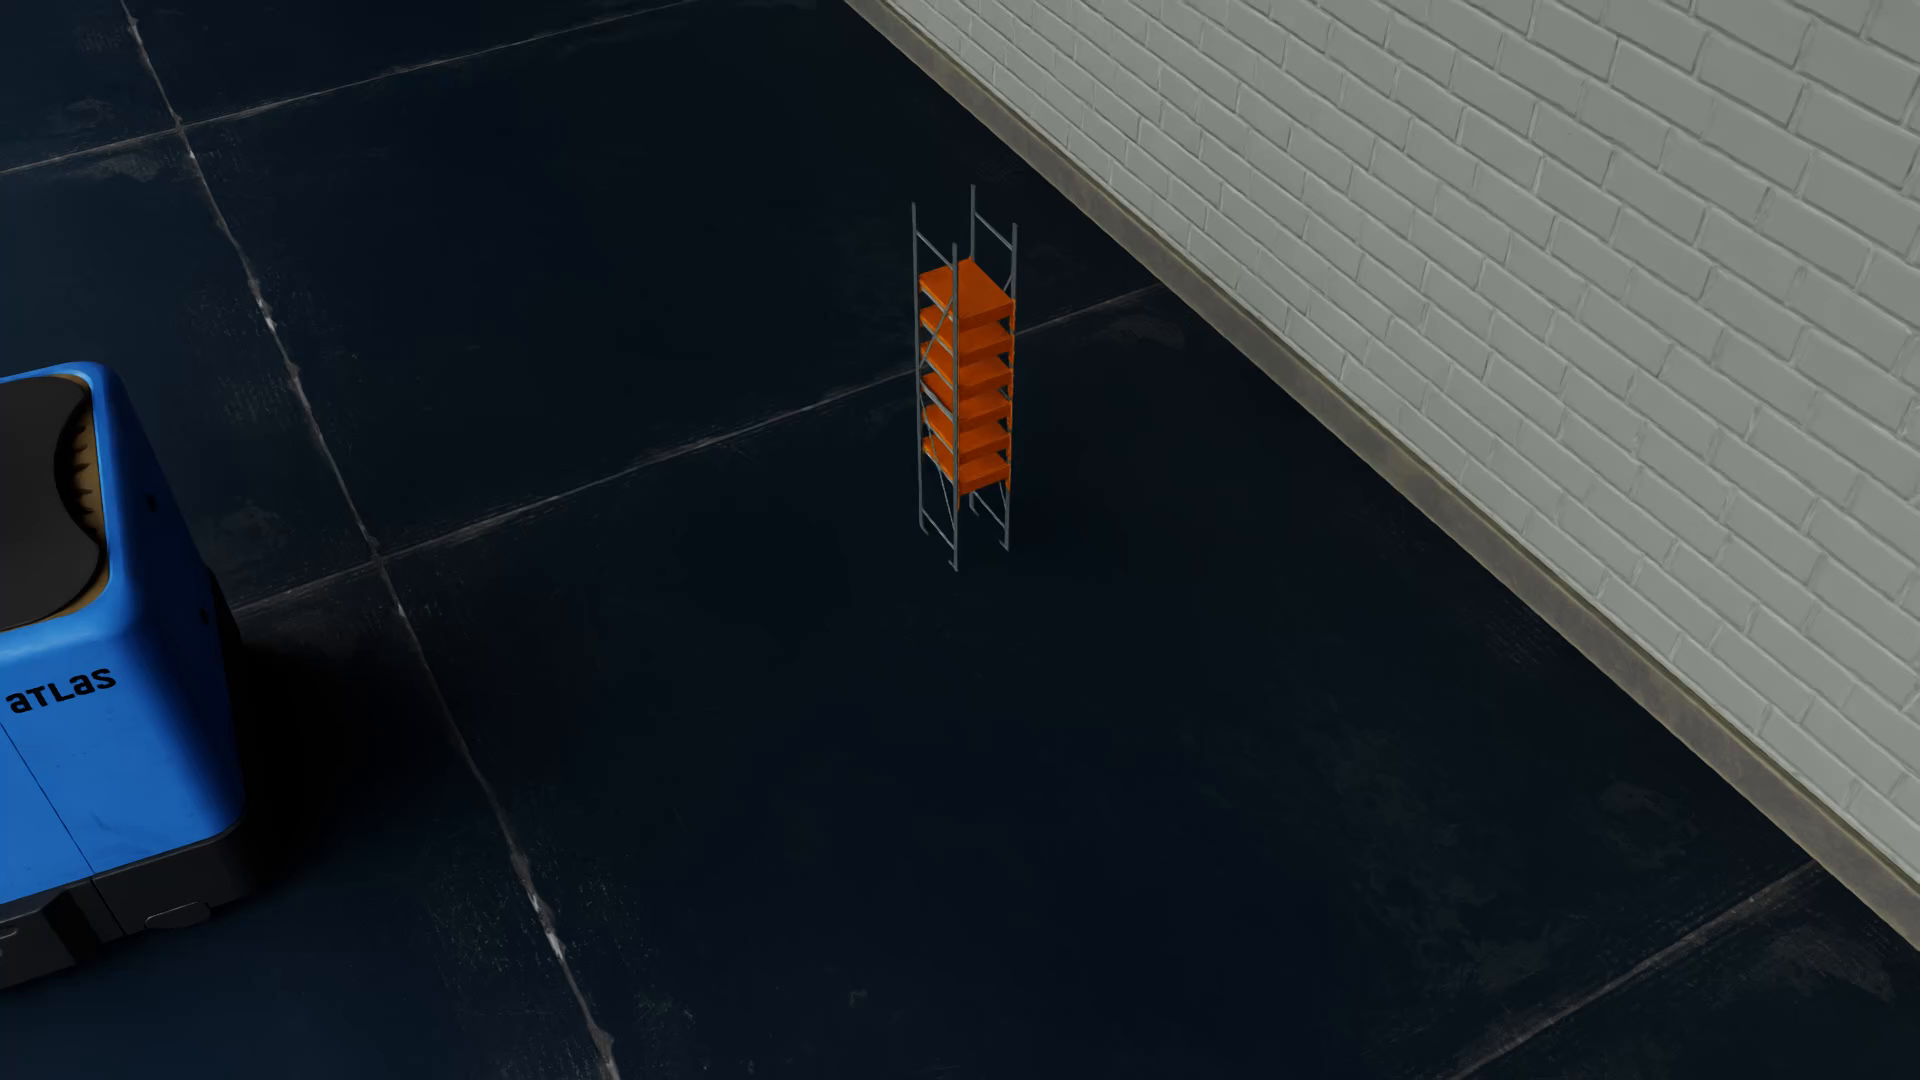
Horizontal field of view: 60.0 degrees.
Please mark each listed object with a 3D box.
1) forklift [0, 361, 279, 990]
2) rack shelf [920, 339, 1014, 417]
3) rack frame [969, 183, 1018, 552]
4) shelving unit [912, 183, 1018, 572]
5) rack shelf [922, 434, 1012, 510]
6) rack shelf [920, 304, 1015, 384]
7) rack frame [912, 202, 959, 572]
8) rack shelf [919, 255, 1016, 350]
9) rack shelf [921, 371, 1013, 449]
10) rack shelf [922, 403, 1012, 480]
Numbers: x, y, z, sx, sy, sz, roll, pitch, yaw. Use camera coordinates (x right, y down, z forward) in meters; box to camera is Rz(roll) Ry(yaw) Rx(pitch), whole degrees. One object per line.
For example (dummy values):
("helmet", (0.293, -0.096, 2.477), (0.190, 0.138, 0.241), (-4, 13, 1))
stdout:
("forklift", (-3.322, -0.032, 3.179), (3.031, 2.935, 1.130), (-17, 47, -17))
("rack shelf", (0.013, -0.490, 4.785), (0.180, 0.103, 0.258), (-22, 48, -21))
("rack frame", (0.092, -0.467, 4.870), (0.006, 1.200, 0.240), (-22, 48, -21))
("shelving unit", (0.013, -0.436, 4.837), (0.189, 1.200, 0.258), (-22, 48, -21))
("rack shelf", (0.013, -0.231, 5.035), (0.180, 0.103, 0.258), (-22, 48, -21))
("rack shelf", (0.013, -0.576, 4.701), (0.180, 0.103, 0.258), (-22, 48, -21))
("rack frame", (-0.067, -0.404, 4.805), (0.006, 1.200, 0.240), (-22, 48, -21))
("rack shelf", (0.013, -0.662, 4.618), (0.180, 0.103, 0.258), (-22, 48, -21))
("rack shelf", (0.013, -0.404, 4.868), (0.180, 0.103, 0.258), (-22, 48, -21))
("rack shelf", (0.013, -0.318, 4.952), (0.180, 0.103, 0.258), (-22, 48, -21))
